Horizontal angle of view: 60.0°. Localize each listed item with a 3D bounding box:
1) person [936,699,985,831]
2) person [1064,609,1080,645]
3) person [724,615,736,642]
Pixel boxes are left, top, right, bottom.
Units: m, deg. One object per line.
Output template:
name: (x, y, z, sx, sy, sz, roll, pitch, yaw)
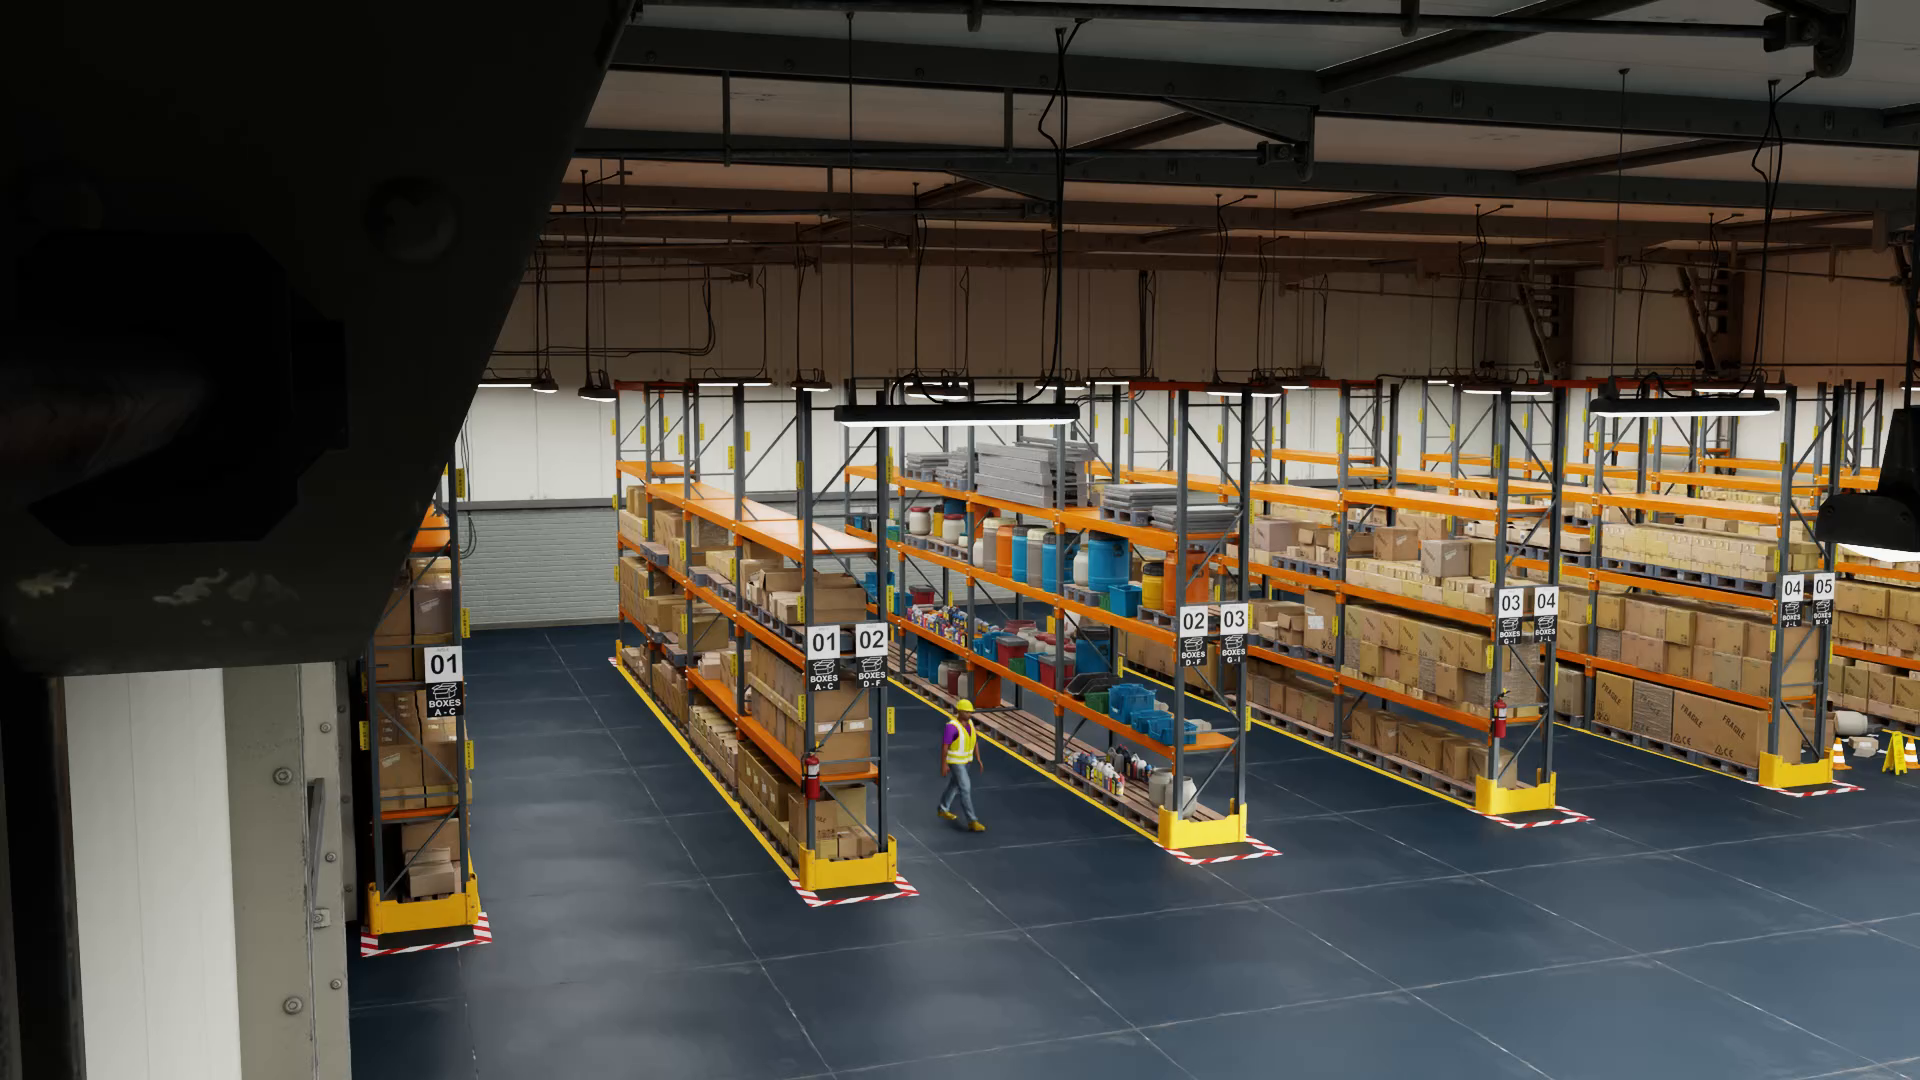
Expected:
person: (0.052, 3.037, 22.815, 0.951, 1.718, 0.593, 4, 7, 31)
person: (2.262, 1.662, 34.213, 0.507, 1.755, 0.626, 4, 7, 33)
person: (-5.412, 1.551, 37.128, 0.971, 1.662, 0.507, -4, 7, -35)
